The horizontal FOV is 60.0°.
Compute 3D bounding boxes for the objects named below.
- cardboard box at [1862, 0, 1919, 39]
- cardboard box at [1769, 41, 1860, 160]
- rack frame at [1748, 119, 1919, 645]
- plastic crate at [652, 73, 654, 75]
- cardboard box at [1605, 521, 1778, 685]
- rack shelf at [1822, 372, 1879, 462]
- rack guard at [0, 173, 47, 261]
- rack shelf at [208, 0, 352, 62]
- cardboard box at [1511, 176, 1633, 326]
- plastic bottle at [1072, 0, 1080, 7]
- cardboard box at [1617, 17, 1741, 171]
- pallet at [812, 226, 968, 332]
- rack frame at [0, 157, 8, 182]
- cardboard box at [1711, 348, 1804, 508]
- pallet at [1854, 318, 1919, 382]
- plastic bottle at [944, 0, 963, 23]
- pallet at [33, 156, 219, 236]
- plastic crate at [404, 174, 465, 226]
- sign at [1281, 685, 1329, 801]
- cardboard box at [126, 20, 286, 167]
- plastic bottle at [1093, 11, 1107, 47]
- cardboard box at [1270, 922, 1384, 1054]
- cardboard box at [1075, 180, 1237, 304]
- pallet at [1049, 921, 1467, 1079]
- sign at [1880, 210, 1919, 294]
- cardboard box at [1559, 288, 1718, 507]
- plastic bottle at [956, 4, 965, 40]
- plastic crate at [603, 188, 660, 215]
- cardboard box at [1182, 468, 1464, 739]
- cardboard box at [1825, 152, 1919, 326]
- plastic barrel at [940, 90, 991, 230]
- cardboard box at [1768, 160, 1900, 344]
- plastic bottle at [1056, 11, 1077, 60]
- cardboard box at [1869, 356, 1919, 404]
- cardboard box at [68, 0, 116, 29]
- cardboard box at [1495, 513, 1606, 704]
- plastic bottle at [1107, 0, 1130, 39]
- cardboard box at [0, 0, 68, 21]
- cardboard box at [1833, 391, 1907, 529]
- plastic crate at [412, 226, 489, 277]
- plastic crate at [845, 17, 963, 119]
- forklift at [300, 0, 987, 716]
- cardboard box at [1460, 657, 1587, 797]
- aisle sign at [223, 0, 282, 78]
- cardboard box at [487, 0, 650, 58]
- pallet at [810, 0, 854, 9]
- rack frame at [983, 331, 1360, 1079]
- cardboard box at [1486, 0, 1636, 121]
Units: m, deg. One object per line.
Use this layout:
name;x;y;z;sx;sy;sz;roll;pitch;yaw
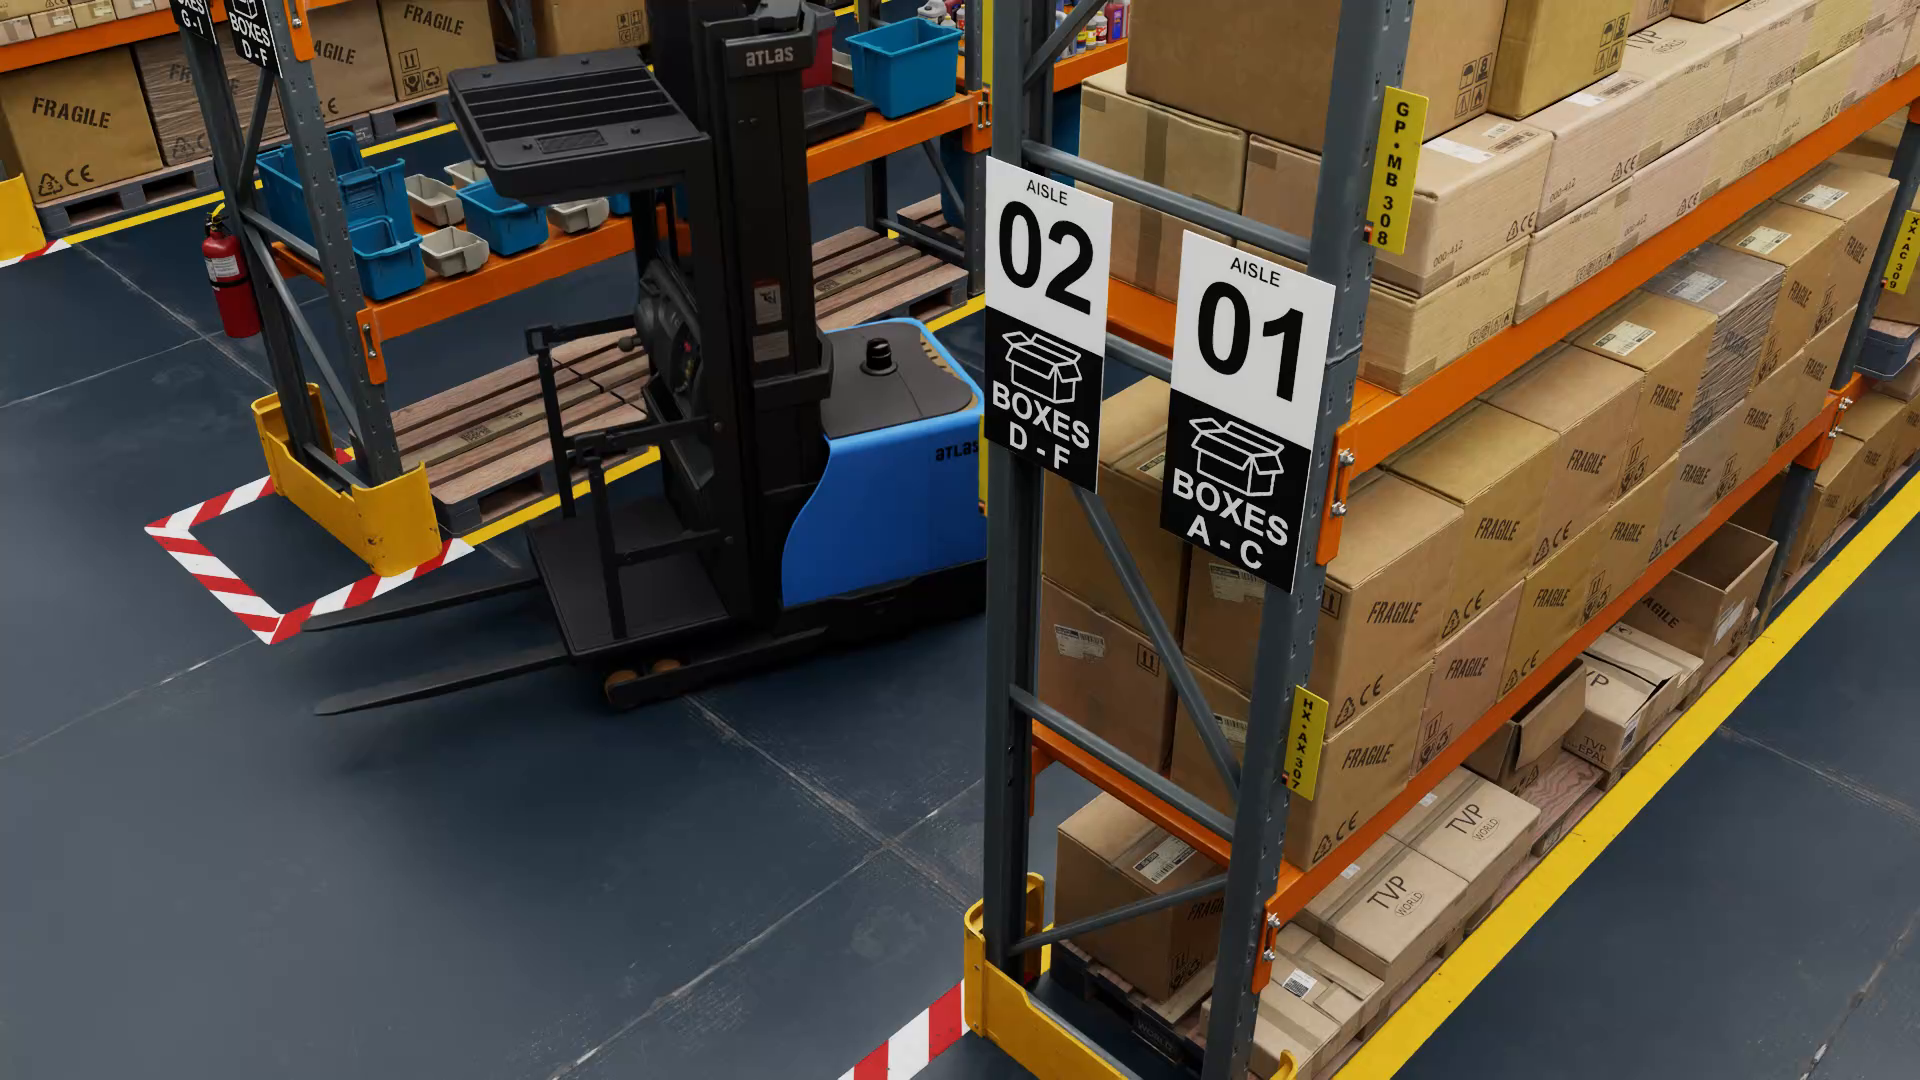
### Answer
cardboard box;2.784;-1.846;5.346;0.500;0.250;0.500;30;45;35
cardboard box;2.429;-1.439;5.200;0.500;0.250;0.500;30;45;35
rack frame;3.288;-0.980;7.033;1.000;3.000;0.127;30;45;35
plastic crate;-1.431;-2.408;9.132;0.437;0.282;0.530;30;45;35
cardboard box;3.088;0.210;7.127;0.500;0.500;0.500;30;45;35
rack shelf;4.698;-1.497;8.403;1.077;0.370;4.000;30;45;35
rack guard;-6.574;-2.315;11.133;1.175;0.500;0.348;30;45;35
rack shelf;-1.633;-3.101;8.081;1.077;0.370;4.000;30;45;35
cardboard box;1.374;-0.829;4.325;0.500;0.250;0.500;30;45;35
plastic bottle;0.797;-3.675;11.009;0.097;0.271;0.097;0;35;0
cardboard box;1.722;-1.240;4.477;0.500;0.250;0.500;30;45;35
pallet;-0.715;-1.520;10.245;1.003;0.211;1.213;30;45;35
rack frame;-6.557;-3.350;10.432;1.000;3.000;0.127;30;45;35
cardboard box;2.756;-0.505;6.264;0.500;0.500;0.500;-29;44;-34
pallet;3.929;-1.182;7.490;1.003;0.211;1.213;30;45;35
plastic bottle;-0.045;-3.333;10.508;0.061;0.283;0.133;30;45;35
pallet;-6.049;-2.563;11.740;1.003;0.211;1.213;30;45;35
plastic crate;-2.596;-1.675;8.207;0.396;0.136;0.243;30;45;35
sign;0.855;0.507;4.144;0.100;0.325;0.005;30;45;35
cardboard box;-5.522;-3.313;11.868;0.875;0.875;0.875;30;45;35
plastic bottle;0.869;-3.194;10.382;0.097;0.201;0.097;0;35;0
cardboard box;1.185;1.492;5.580;0.380;0.166;0.250;30;45;35
cardboard box;0.645;-0.840;4.341;0.500;0.250;0.500;30;45;35
pallet;1.085;1.433;6.011;1.003;0.211;1.213;30;45;35
sign;3.679;-1.120;6.476;0.100;0.325;0.005;30;45;35
cardboard box;2.046;-0.504;5.389;0.500;0.500;0.500;29;44;35
plastic bottle;0.024;-3.274;10.497;0.097;0.201;0.097;0;35;0
plastic crate;-1.707;-1.812;8.320;0.416;0.233;0.300;30;45;35
cardboard box;0.970;0.119;4.496;0.500;0.500;0.500;-28;44;-34
cardboard box;3.781;-1.295;7.031;0.700;0.500;0.500;15;38;21
plastic barrel;0.171;-2.504;10.685;0.600;0.901;0.708;30;45;35
cardboard box;3.116;-1.122;6.275;0.500;0.500;0.500;-30;45;-35
plastic bottle;0.630;-3.110;10.196;0.152;0.276;0.135;30;45;35
cardboard box;4.507;-0.947;8.131;0.500;0.250;0.500;30;45;35
cardboard box;-5.713;-3.467;10.819;0.380;0.149;0.250;28;44;34
cardboard box;1.685;0.115;5.376;0.500;0.500;0.500;29;44;35
plastic bottle;1.025;-3.337;10.522;0.152;0.276;0.135;30;45;35
cardboard box;-6.027;-3.497;10.513;0.500;0.250;0.500;28;44;34
cardboard box;4.170;-0.454;8.080;0.500;0.500;0.500;-29;44;-35
plastic crate;-2.350;-1.335;7.720;0.250;0.136;0.298;30;45;35
plastic crate;-0.311;-2.669;9.416;0.392;0.384;0.575;30;45;35
forklift;-1.389;-0.817;6.859;3.031;2.935;1.130;-14;37;-19
cardboard box;1.968;0.628;6.525;0.797;0.503;0.637;30;45;35
aisle sign;-2.882;-2.272;6.612;0.394;0.787;0.004;30;45;35
cardboard box;-3.302;-4.543;13.632;1.225;0.875;0.875;30;45;35
pallet;-1.530;-5.165;15.471;1.003;0.211;1.213;30;45;35
rack frame;0.470;0.644;4.705;1.000;3.000;0.127;30;45;35
cardboard box;1.233;-1.422;4.083;0.700;0.500;0.500;30;45;35
